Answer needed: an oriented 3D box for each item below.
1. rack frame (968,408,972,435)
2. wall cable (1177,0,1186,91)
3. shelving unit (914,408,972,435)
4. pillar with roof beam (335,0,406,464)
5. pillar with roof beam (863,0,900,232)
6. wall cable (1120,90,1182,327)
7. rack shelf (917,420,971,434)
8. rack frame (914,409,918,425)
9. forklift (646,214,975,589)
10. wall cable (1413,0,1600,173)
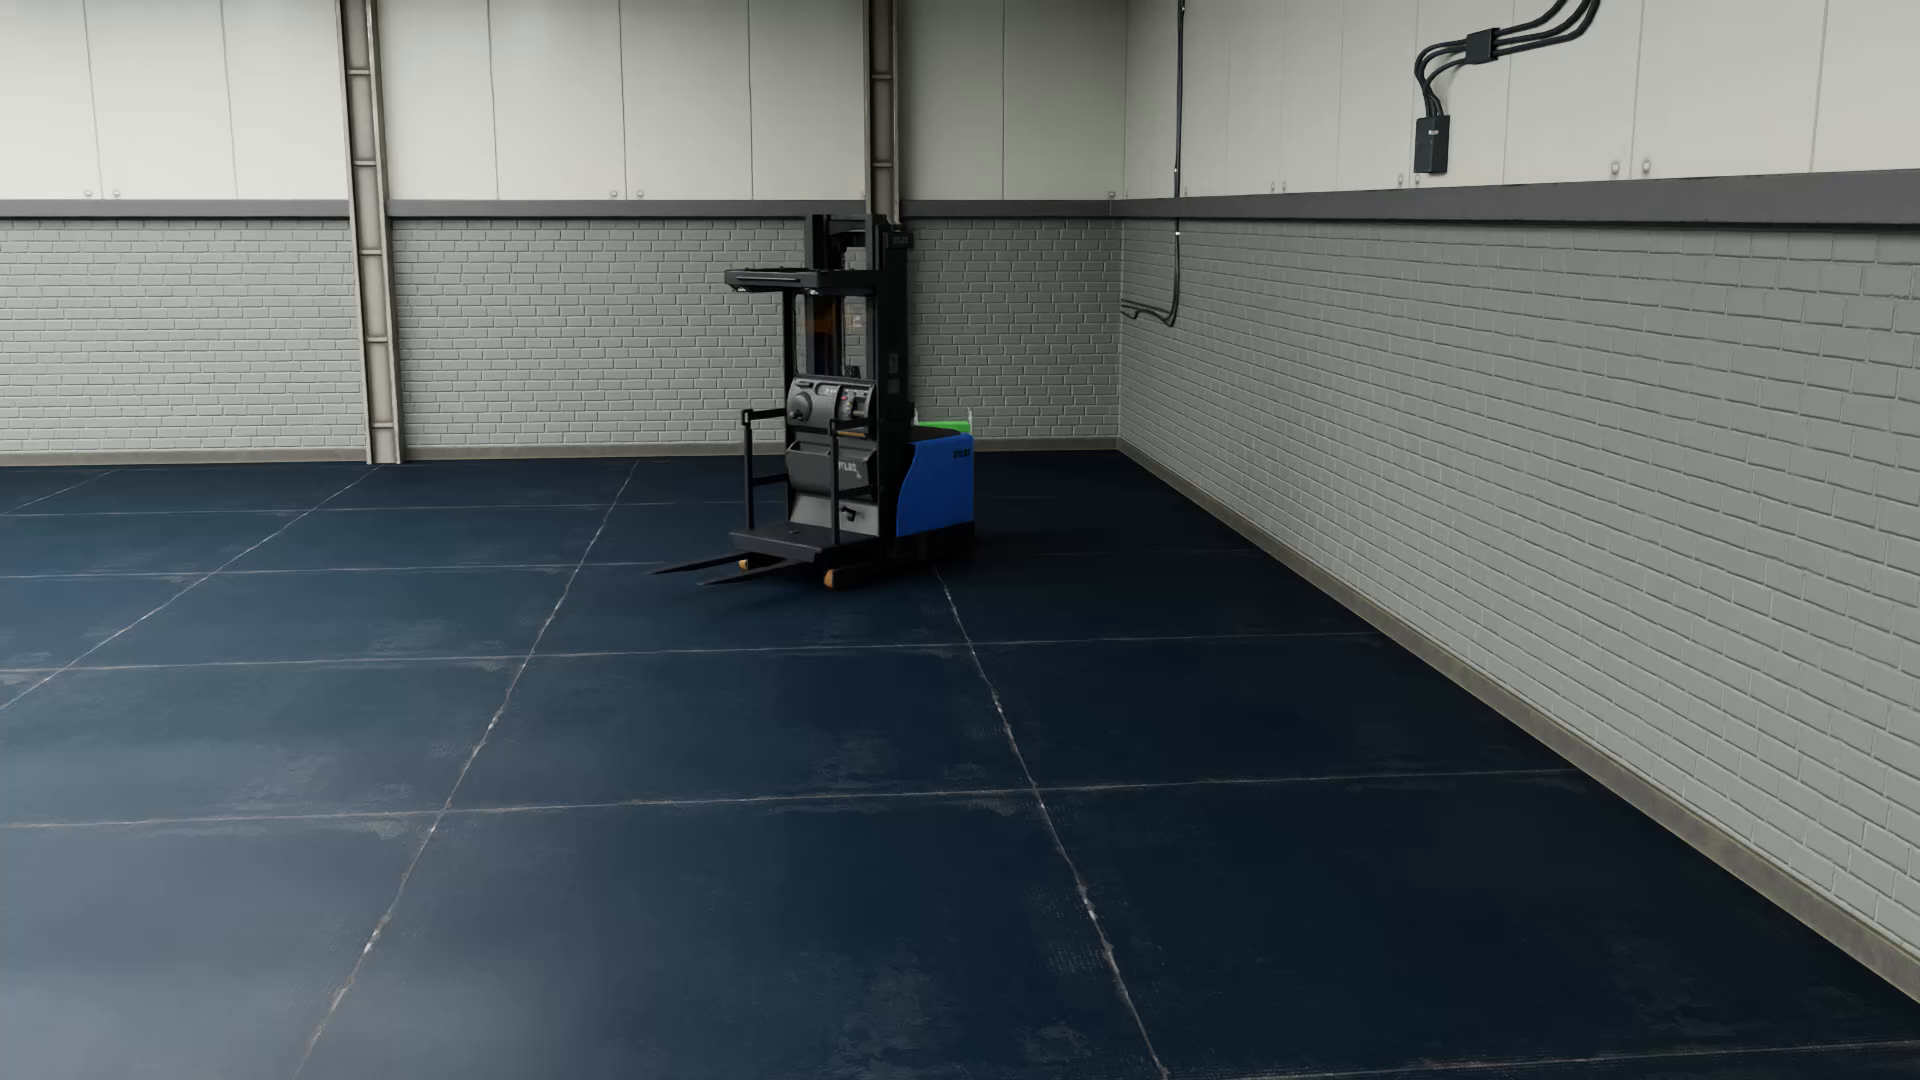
[{"bbox_3d":[0.088,-0.592,15.148,0.015,1.200,0.240,-1,11,-5],"label":"rack frame"},{"bbox_3d":[2.423,-5.724,15.995,0.112,2.526,3.097,-1,11,-6],"label":"wall cable"},{"bbox_3d":[-0.155,-0.587,15.126,0.503,1.200,0.258,-1,11,-5],"label":"shelving unit"},{"bbox_3d":[-6.440,-4.530,14.964,0.400,9.000,9.100,-1,11,-6],"label":"pillar with roof beam"},{"bbox_3d":[-0.475,-4.655,15.600,0.400,9.000,9.100,-1,11,-6],"label":"pillar with roof beam"},{"bbox_3d":[2.131,-3.765,19.121,0.112,2.526,3.097,-1,11,-6],"label":"wall cable"},{"bbox_3d":[-0.155,-0.995,15.046,0.480,0.148,0.258,-1,11,-5],"label":"rack shelf"},{"bbox_3d":[-0.398,-0.583,15.104,0.015,1.200,0.240,-1,11,-5],"label":"rack frame"},{"bbox_3d":[-1.199,-1.152,13.514,1.130,2.935,3.031,9,14,39],"label":"forklift"},{"bbox_3d":[3.141,-5.136,9.231,0.169,6.003,2.305,-1,11,-6],"label":"wall cable"}]
